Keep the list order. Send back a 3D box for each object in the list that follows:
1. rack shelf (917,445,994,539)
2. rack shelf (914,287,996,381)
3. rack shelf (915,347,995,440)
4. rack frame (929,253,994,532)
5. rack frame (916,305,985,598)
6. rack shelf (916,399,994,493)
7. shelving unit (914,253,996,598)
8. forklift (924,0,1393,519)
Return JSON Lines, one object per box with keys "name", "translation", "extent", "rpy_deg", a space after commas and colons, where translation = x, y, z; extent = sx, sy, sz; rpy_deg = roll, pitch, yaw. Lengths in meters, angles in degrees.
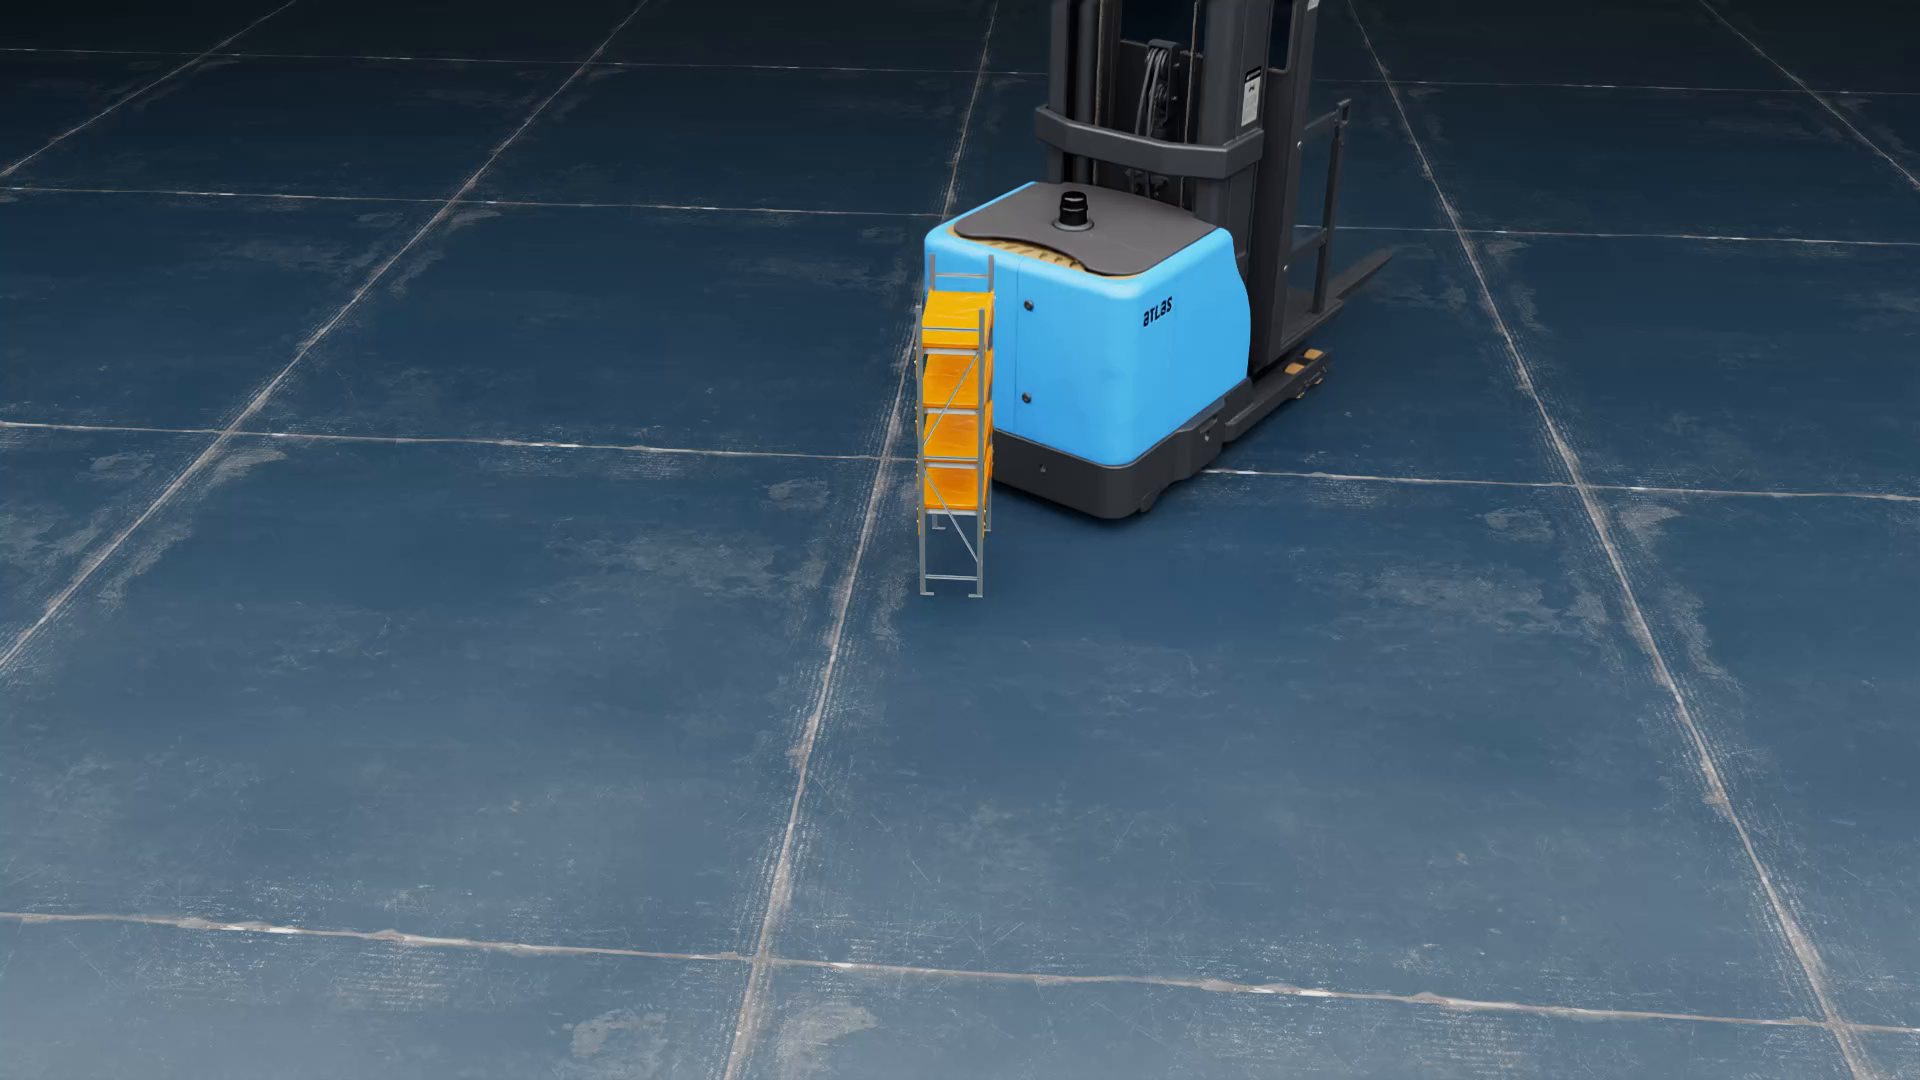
{"name": "rack shelf", "translation": [-0.013, -0.198, 6.434], "extent": [0.258, 0.148, 0.480], "rpy_deg": [2, 32, 4]}
{"name": "rack shelf", "translation": [-0.013, -0.759, 6.089], "extent": [0.258, 0.148, 0.480], "rpy_deg": [2, 32, 4]}
{"name": "rack shelf", "translation": [-0.013, -0.557, 6.213], "extent": [0.258, 0.148, 0.480], "rpy_deg": [2, 32, 4]}
{"name": "rack frame", "translation": [0.006, -0.552, 6.502], "extent": [0.240, 1.200, 0.015], "rpy_deg": [2, 32, 4]}
{"name": "rack frame", "translation": [-0.033, -0.297, 6.088], "extent": [0.240, 1.200, 0.015], "rpy_deg": [2, 32, 4]}
{"name": "rack shelf", "translation": [-0.013, -0.367, 6.330], "extent": [0.258, 0.148, 0.480], "rpy_deg": [2, 32, 4]}
{"name": "shelving unit", "translation": [-0.013, -0.424, 6.295], "extent": [0.258, 1.200, 0.503], "rpy_deg": [2, 32, 4]}
{"name": "forklift", "translation": [1.122, -2.050, 7.283], "extent": [1.130, 2.935, 3.031], "rpy_deg": [21, 38, 31]}
